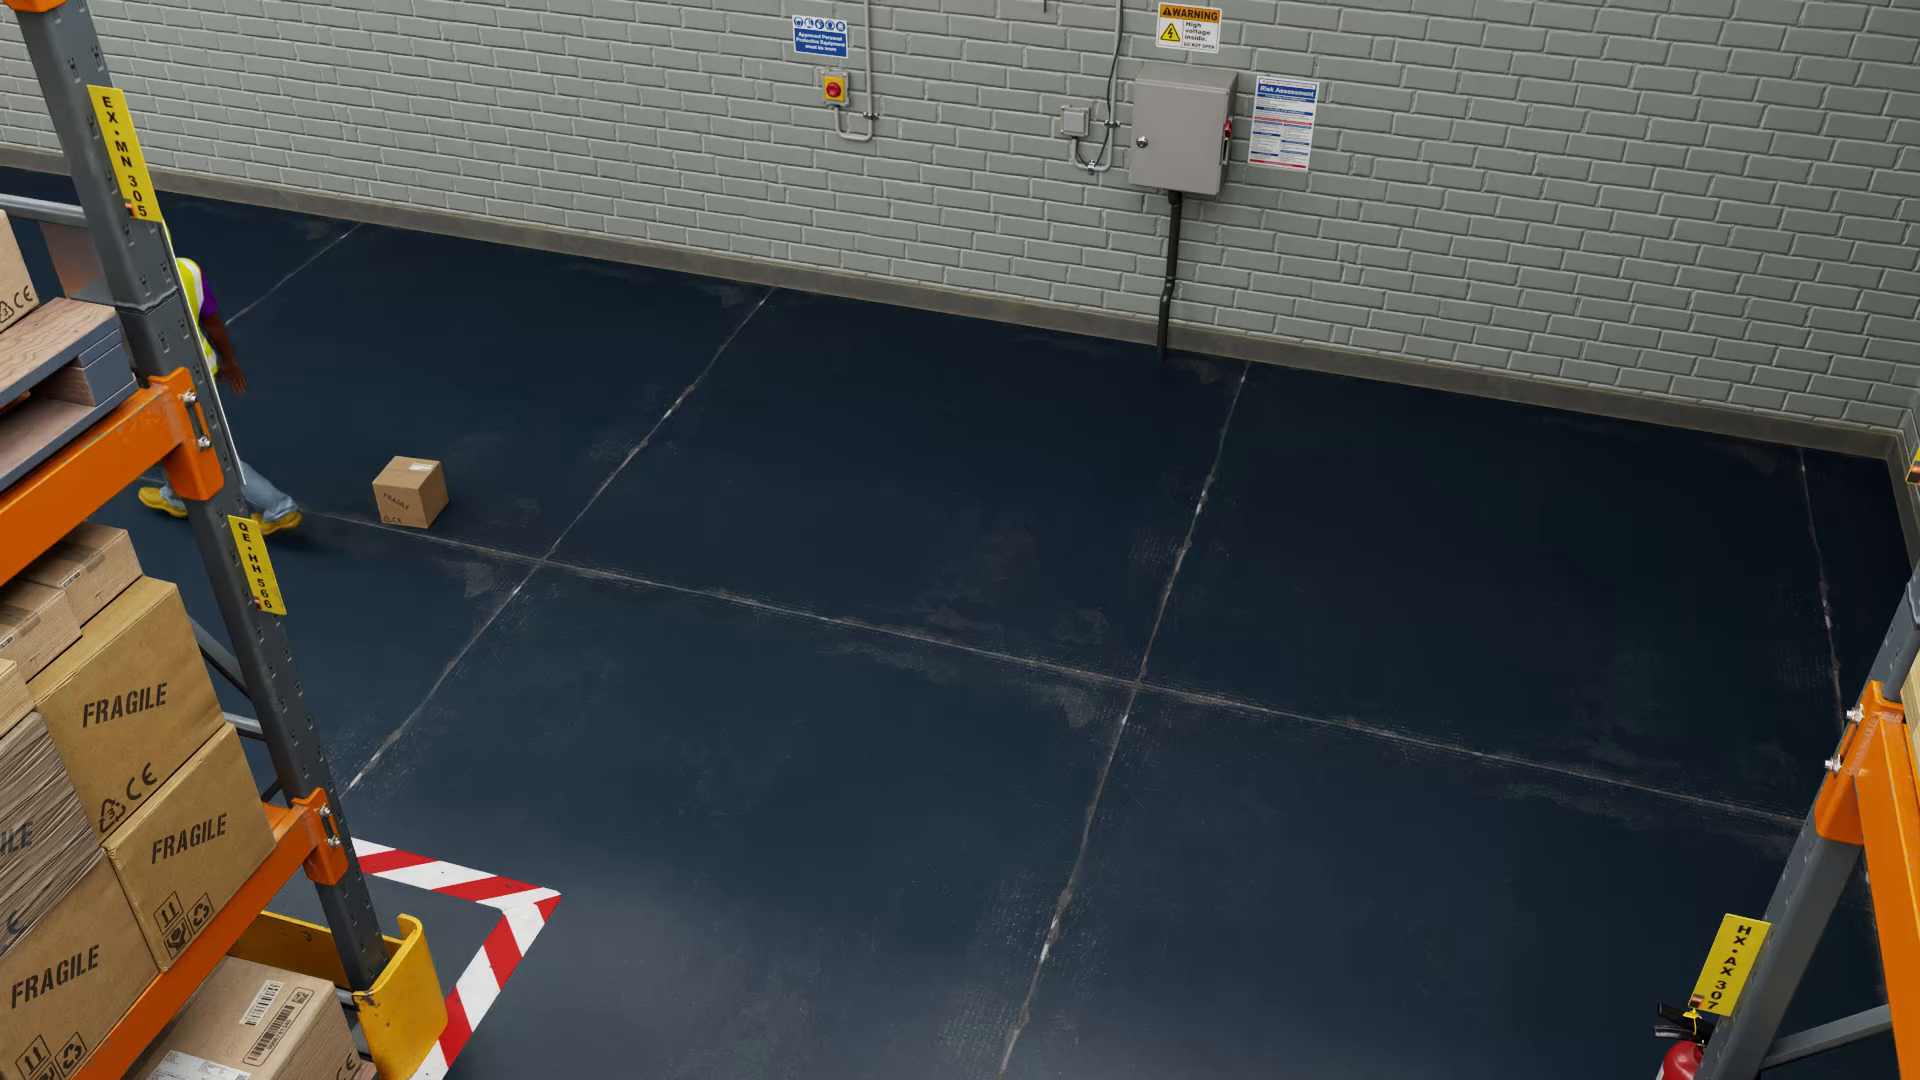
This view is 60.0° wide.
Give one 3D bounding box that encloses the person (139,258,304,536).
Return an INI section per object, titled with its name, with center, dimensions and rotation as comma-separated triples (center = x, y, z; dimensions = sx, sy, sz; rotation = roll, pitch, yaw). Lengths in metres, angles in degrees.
[person]
center = -3.734, -0.750, 7.877
dimensions = 1.014, 1.728, 0.607
rotation = 6, 37, 8
